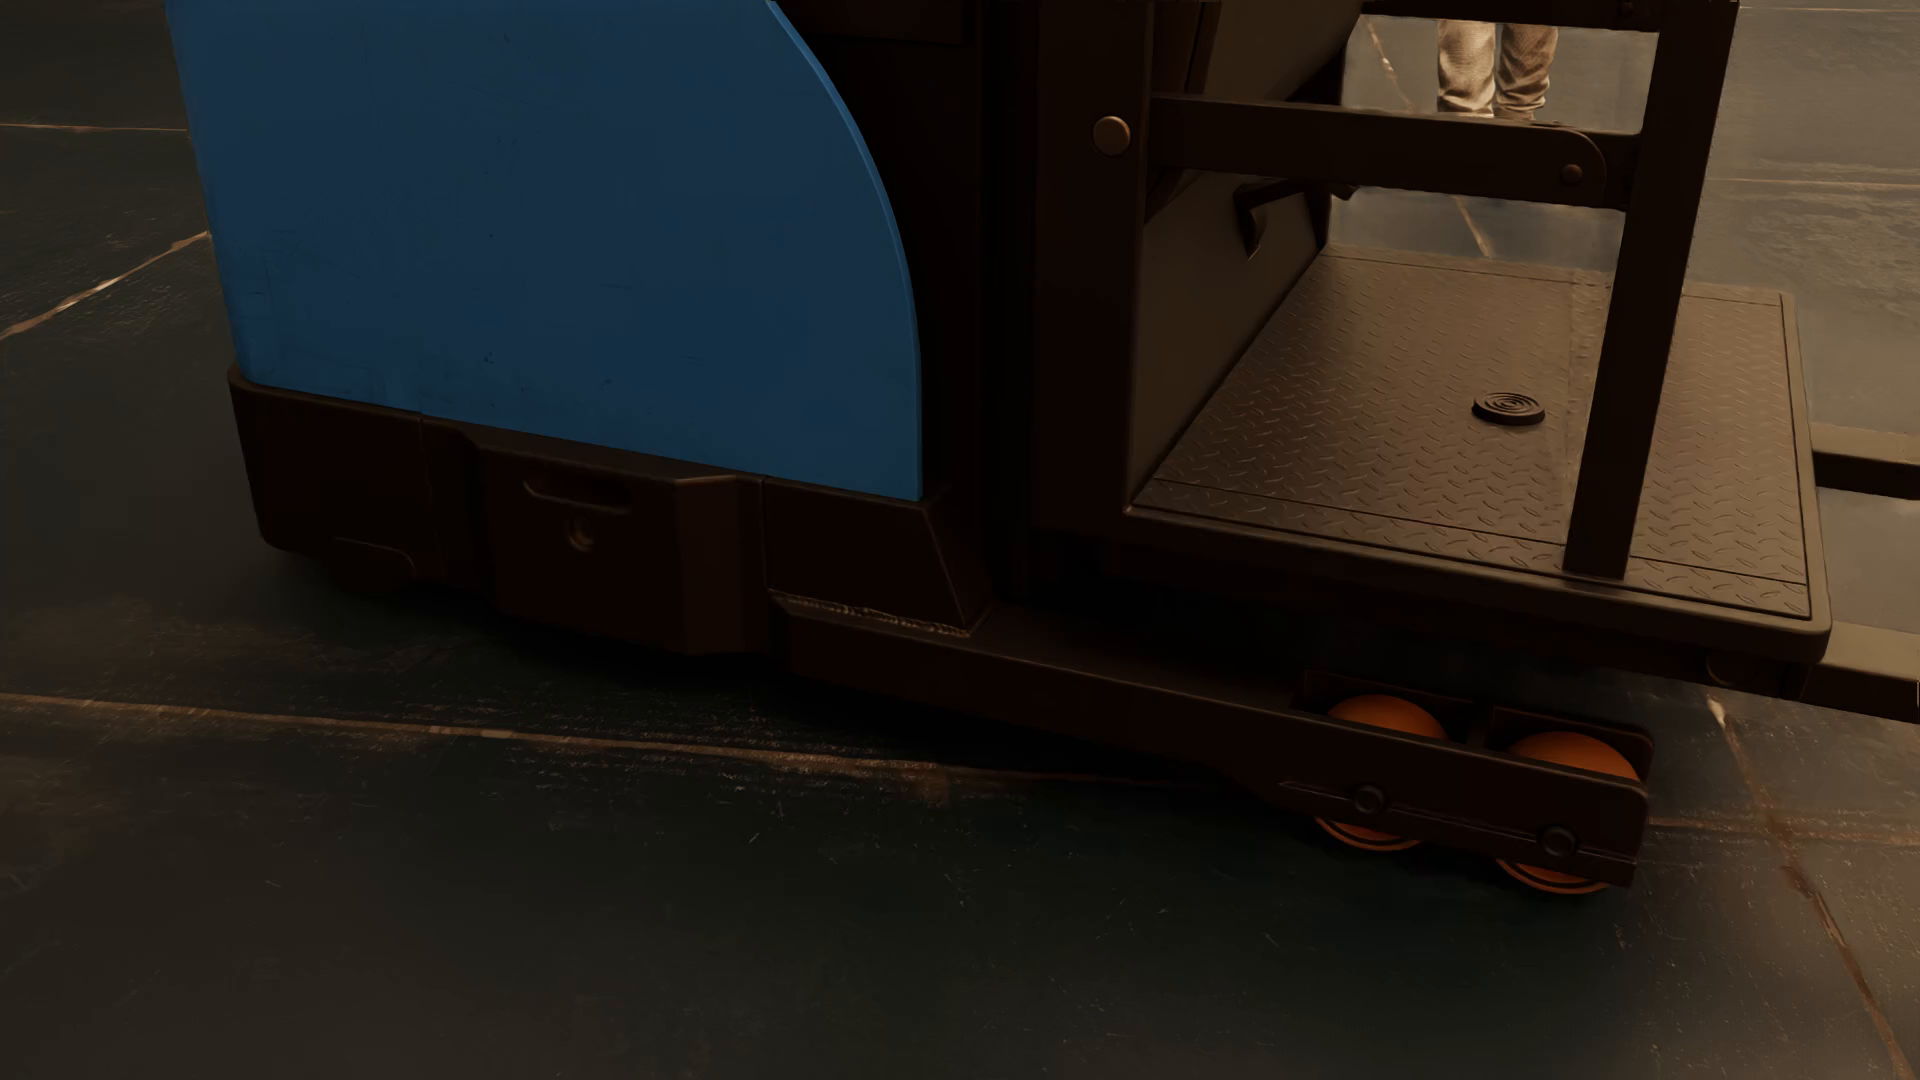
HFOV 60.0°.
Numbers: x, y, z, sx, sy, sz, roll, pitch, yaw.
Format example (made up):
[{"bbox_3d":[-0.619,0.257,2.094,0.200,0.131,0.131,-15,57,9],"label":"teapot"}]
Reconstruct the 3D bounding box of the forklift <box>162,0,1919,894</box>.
[{"bbox_3d":[0.565,-1.209,1.640,3.031,2.935,1.130,10,28,20],"label":"forklift"}]

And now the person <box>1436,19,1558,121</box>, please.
[{"bbox_3d":[1.564,-1.953,4.468,1.019,1.760,0.756,4,27,7],"label":"person"}]
